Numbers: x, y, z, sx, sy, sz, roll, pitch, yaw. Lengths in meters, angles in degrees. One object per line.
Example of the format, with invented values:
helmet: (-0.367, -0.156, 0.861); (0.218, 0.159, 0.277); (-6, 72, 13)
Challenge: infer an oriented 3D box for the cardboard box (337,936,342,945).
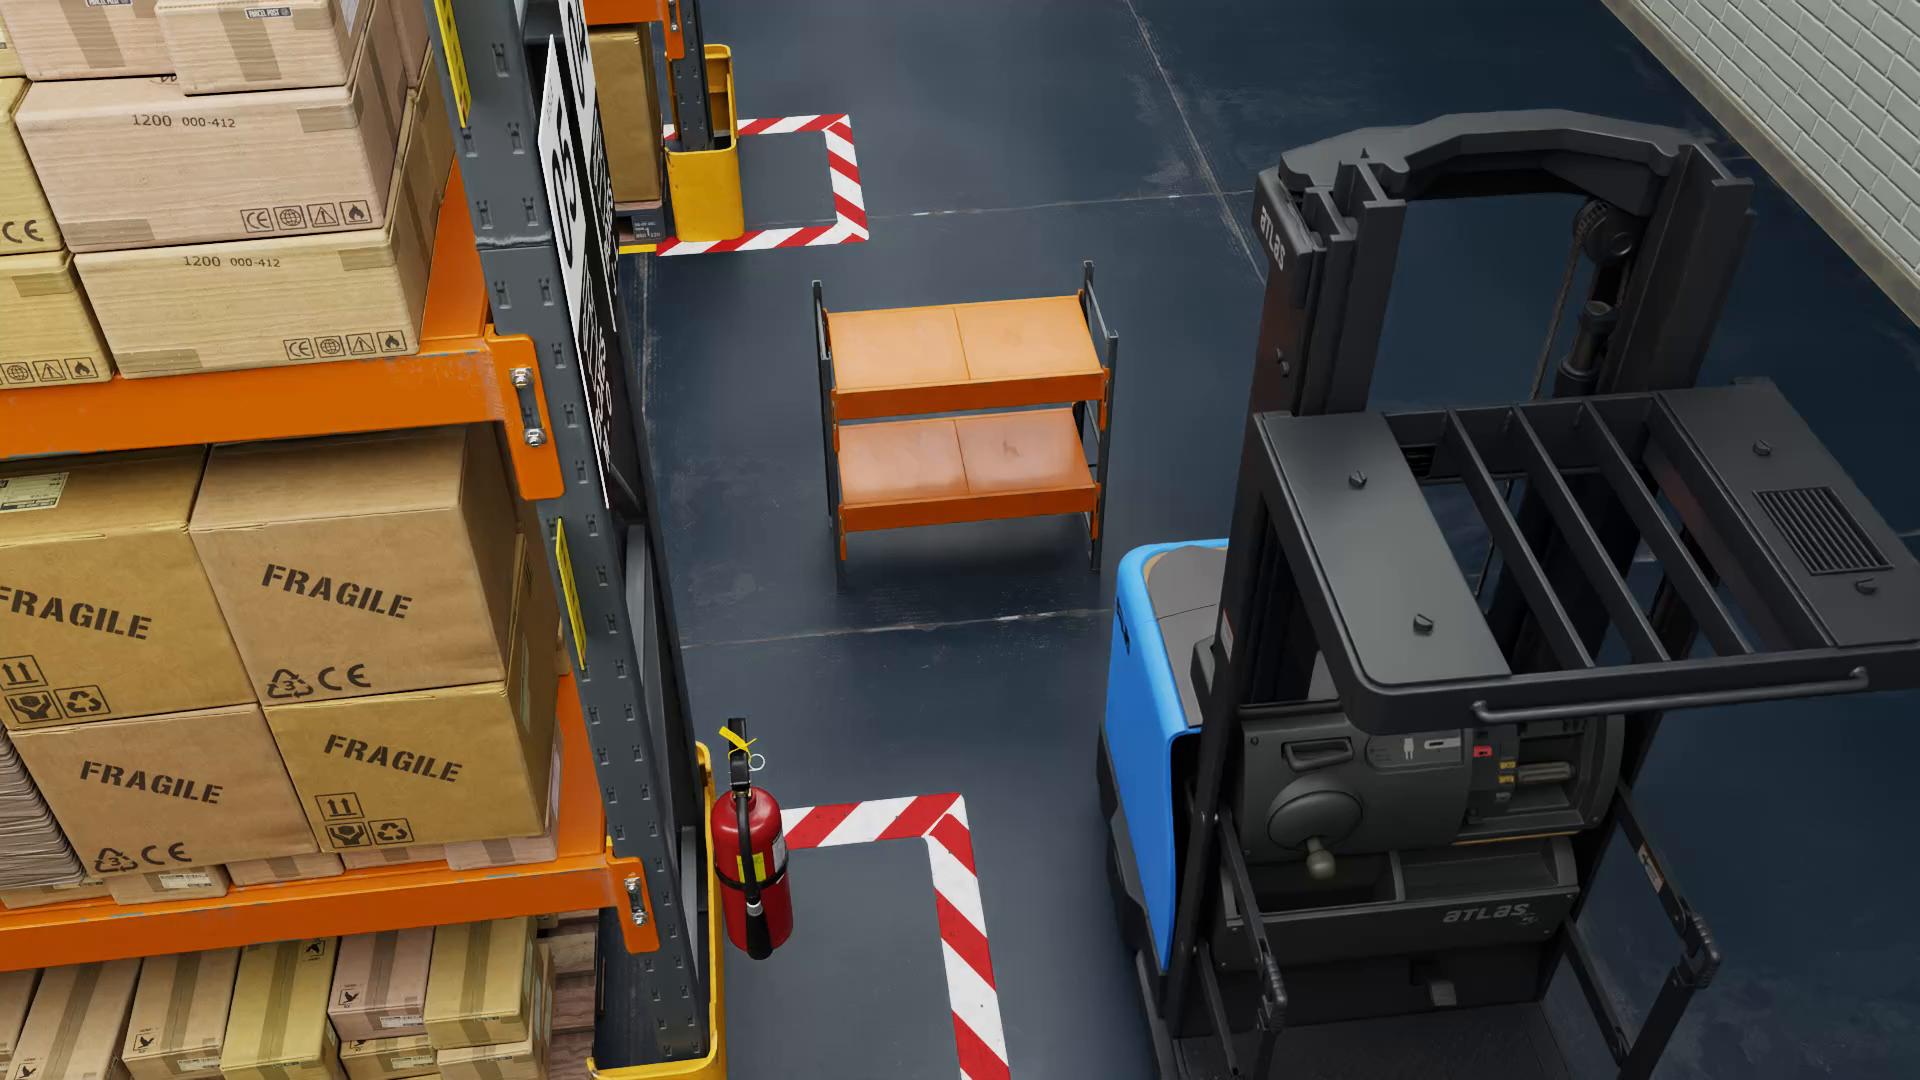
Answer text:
cardboard box: (-1.883, 1.021, 4.971); (0.250, 0.149, 0.380); (-4, 42, -5)

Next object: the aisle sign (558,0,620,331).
aisle sign: (-0.786, -0.883, 3.549); (0.004, 0.787, 0.394); (-5, 42, -6)

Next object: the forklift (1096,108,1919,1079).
forklift: (1.155, 0.670, 3.818); (1.130, 2.935, 3.031); (-4, 42, -5)

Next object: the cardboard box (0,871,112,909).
cardboard box: (-2.120, 0.666, 3.959); (0.250, 0.149, 0.380); (-7, 42, -7)

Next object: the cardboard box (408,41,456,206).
cardboard box: (-1.298, -0.901, 3.382); (0.500, 0.250, 0.500); (-4, 42, -4)

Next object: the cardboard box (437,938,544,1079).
cardboard box: (-1.306, 1.315, 4.645); (0.250, 0.149, 0.380); (-6, 42, -7)

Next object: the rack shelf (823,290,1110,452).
rack shelf: (0.007, -0.636, 6.178); (1.000, 0.278, 0.538); (-5, 42, -6)

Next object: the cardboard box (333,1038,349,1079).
cardboard box: (-1.821, 1.361, 4.594); (0.250, 0.149, 0.380); (-7, 42, -7)

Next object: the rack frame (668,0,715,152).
rack frame: (-1.363, -3.015, 7.853); (0.127, 3.000, 1.000); (-5, 42, -6)

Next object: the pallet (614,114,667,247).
pallet: (-2.145, -1.858, 8.653); (1.213, 0.211, 1.003); (-5, 42, -6)

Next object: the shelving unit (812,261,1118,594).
shelving unit: (0.007, -0.418, 6.374); (1.048, 1.125, 0.538); (-5, 42, -6)

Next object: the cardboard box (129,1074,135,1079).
cardboard box: (-2.333, 1.415, 4.535); (0.250, 0.149, 0.380); (-4, 42, -5)

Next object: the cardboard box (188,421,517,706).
cardboard box: (-1.241, -0.026, 3.497); (0.500, 0.500, 0.500); (-6, 42, -6)

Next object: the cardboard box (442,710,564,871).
cardboard box: (-1.106, 0.597, 4.036); (0.250, 0.149, 0.380); (-5, 42, -5)

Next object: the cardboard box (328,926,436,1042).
cardboard box: (-1.568, 1.167, 4.587); (0.250, 0.149, 0.380); (-4, 42, -5)

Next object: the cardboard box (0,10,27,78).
cardboard box: (-1.623, -0.901, 2.711); (0.250, 0.149, 0.380); (-6, 42, -7)

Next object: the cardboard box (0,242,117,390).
cardboard box: (-1.741, -0.506, 2.944); (0.500, 0.250, 0.500); (-5, 42, -5)

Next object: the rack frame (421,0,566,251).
rack frame: (-0.820, -1.940, 2.182); (0.127, 3.000, 1.000); (-5, 42, -6)

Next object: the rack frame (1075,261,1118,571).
rack frame: (0.511, -0.462, 6.423); (0.032, 1.125, 0.500); (-5, 42, -6)

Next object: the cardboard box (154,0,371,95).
cardboard box: (-1.111, -0.880, 2.688); (0.250, 0.149, 0.380); (-5, 42, -6)

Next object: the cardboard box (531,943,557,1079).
cardboard box: (-1.315, 1.374, 4.802); (0.250, 0.149, 0.380); (-4, 42, -5)

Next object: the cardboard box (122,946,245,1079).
cardboard box: (-2.074, 1.254, 4.490); (0.250, 0.149, 0.380); (-7, 42, -7)

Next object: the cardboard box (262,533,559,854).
cardboard box: (-1.232, 0.350, 3.826); (0.500, 0.500, 0.500); (-4, 42, -5)

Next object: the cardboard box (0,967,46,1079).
cardboard box: (-2.609, 1.264, 4.480); (0.250, 0.149, 0.380); (-6, 42, -7)

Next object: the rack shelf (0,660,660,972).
rack shelf: (-2.803, 0.728, 4.240); (4.000, 0.370, 1.077); (-5, 42, -6)

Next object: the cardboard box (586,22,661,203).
cardboard box: (-1.987, -2.274, 8.304); (0.875, 0.875, 0.875); (-5, 42, -6)

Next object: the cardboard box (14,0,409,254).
cardboard box: (-1.244, -0.747, 2.838); (0.500, 0.250, 0.500); (-6, 42, -7)

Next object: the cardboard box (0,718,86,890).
cardboard box: (-2.245, 0.442, 3.724); (0.500, 0.500, 0.500); (-5, 42, -5)

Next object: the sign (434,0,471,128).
sign: (-0.768, -0.785, 2.480); (0.005, 0.325, 0.100); (-5, 42, -6)

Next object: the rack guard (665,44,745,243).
rack guard: (-1.339, -2.089, 8.693); (0.348, 0.500, 1.175); (-5, 42, -6)

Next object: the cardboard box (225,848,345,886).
cardboard box: (-1.605, 0.625, 4.005); (0.250, 0.149, 0.380); (-5, 42, -6)
